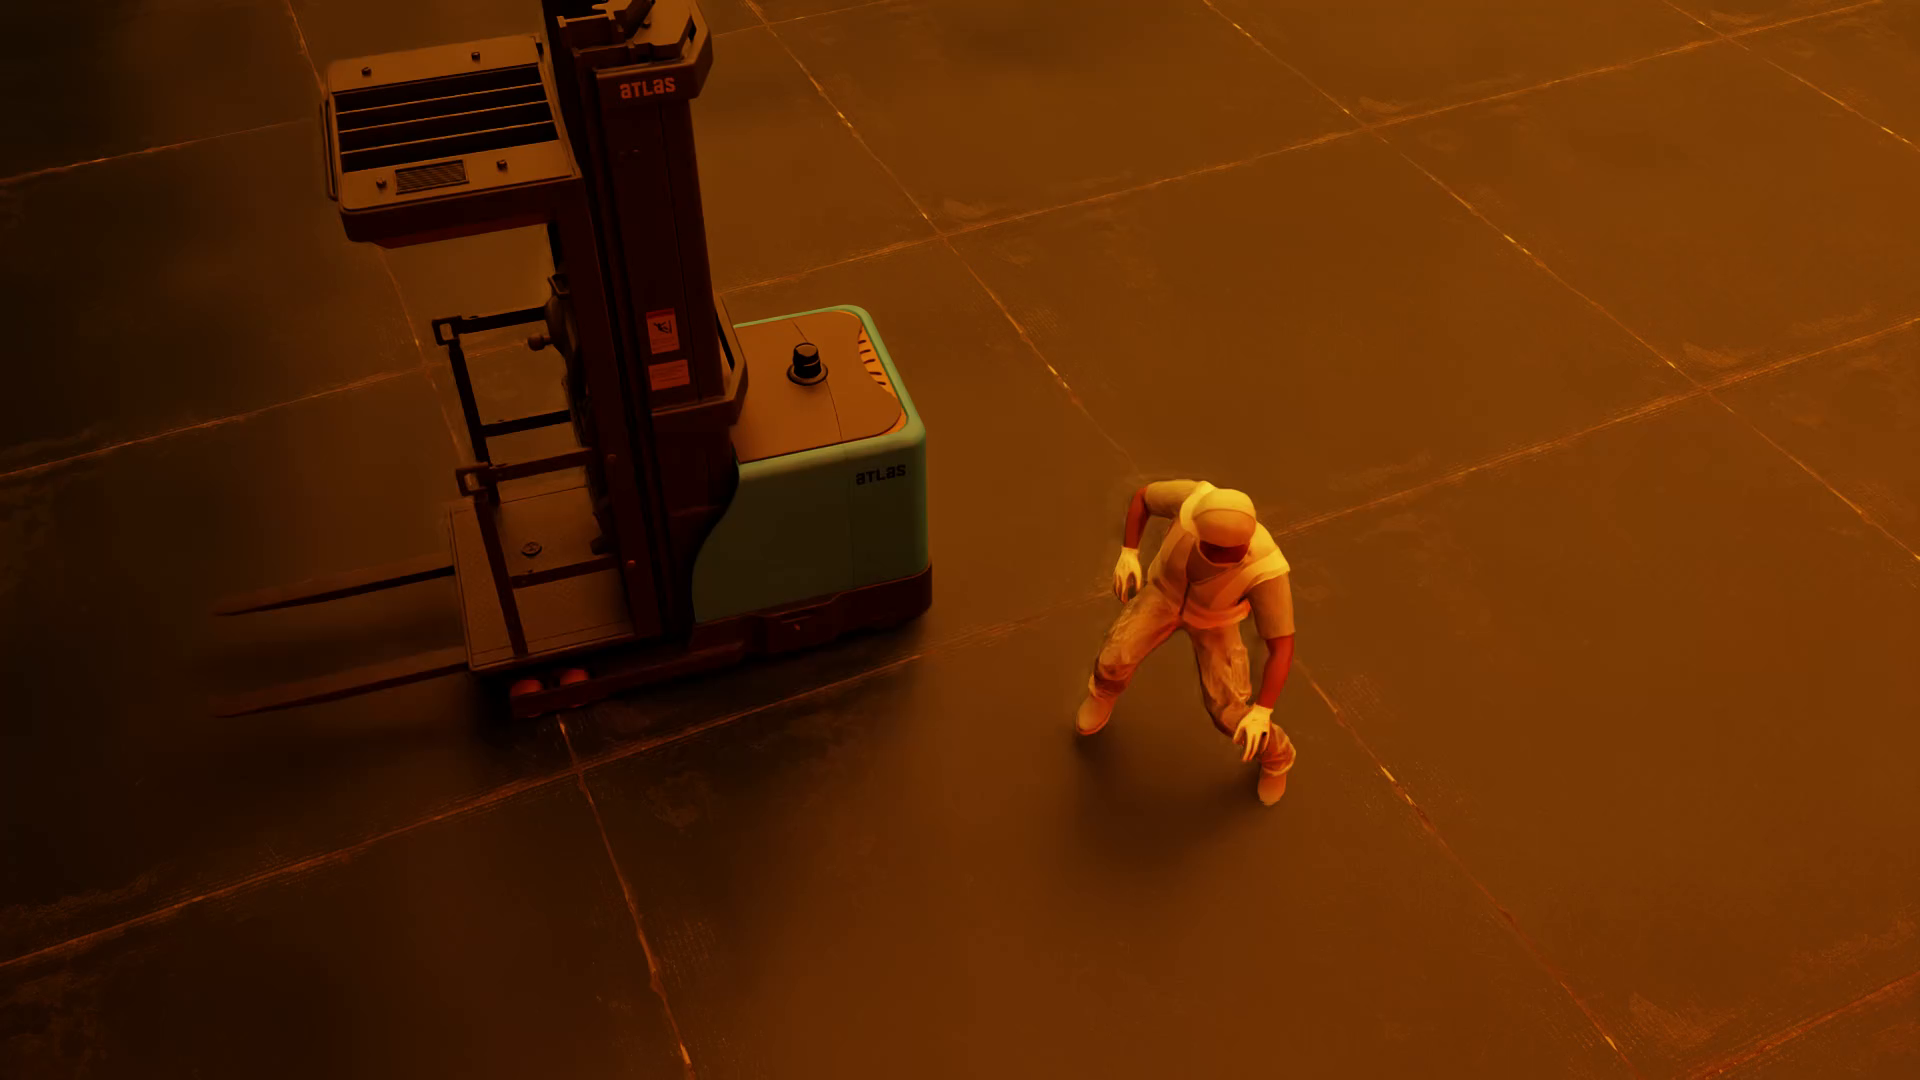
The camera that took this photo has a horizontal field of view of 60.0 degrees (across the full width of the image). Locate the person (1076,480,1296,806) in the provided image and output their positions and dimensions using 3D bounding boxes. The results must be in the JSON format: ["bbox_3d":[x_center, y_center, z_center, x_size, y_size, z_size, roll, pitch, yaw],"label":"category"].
[{"bbox_3d":[0.927,0.356,6.383,0.894,1.545,0.731,22,47,22],"label":"person"}]

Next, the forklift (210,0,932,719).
[{"bbox_3d":[-1.700,-0.728,6.460,3.031,2.935,1.130,-12,44,-13],"label":"forklift"}]
